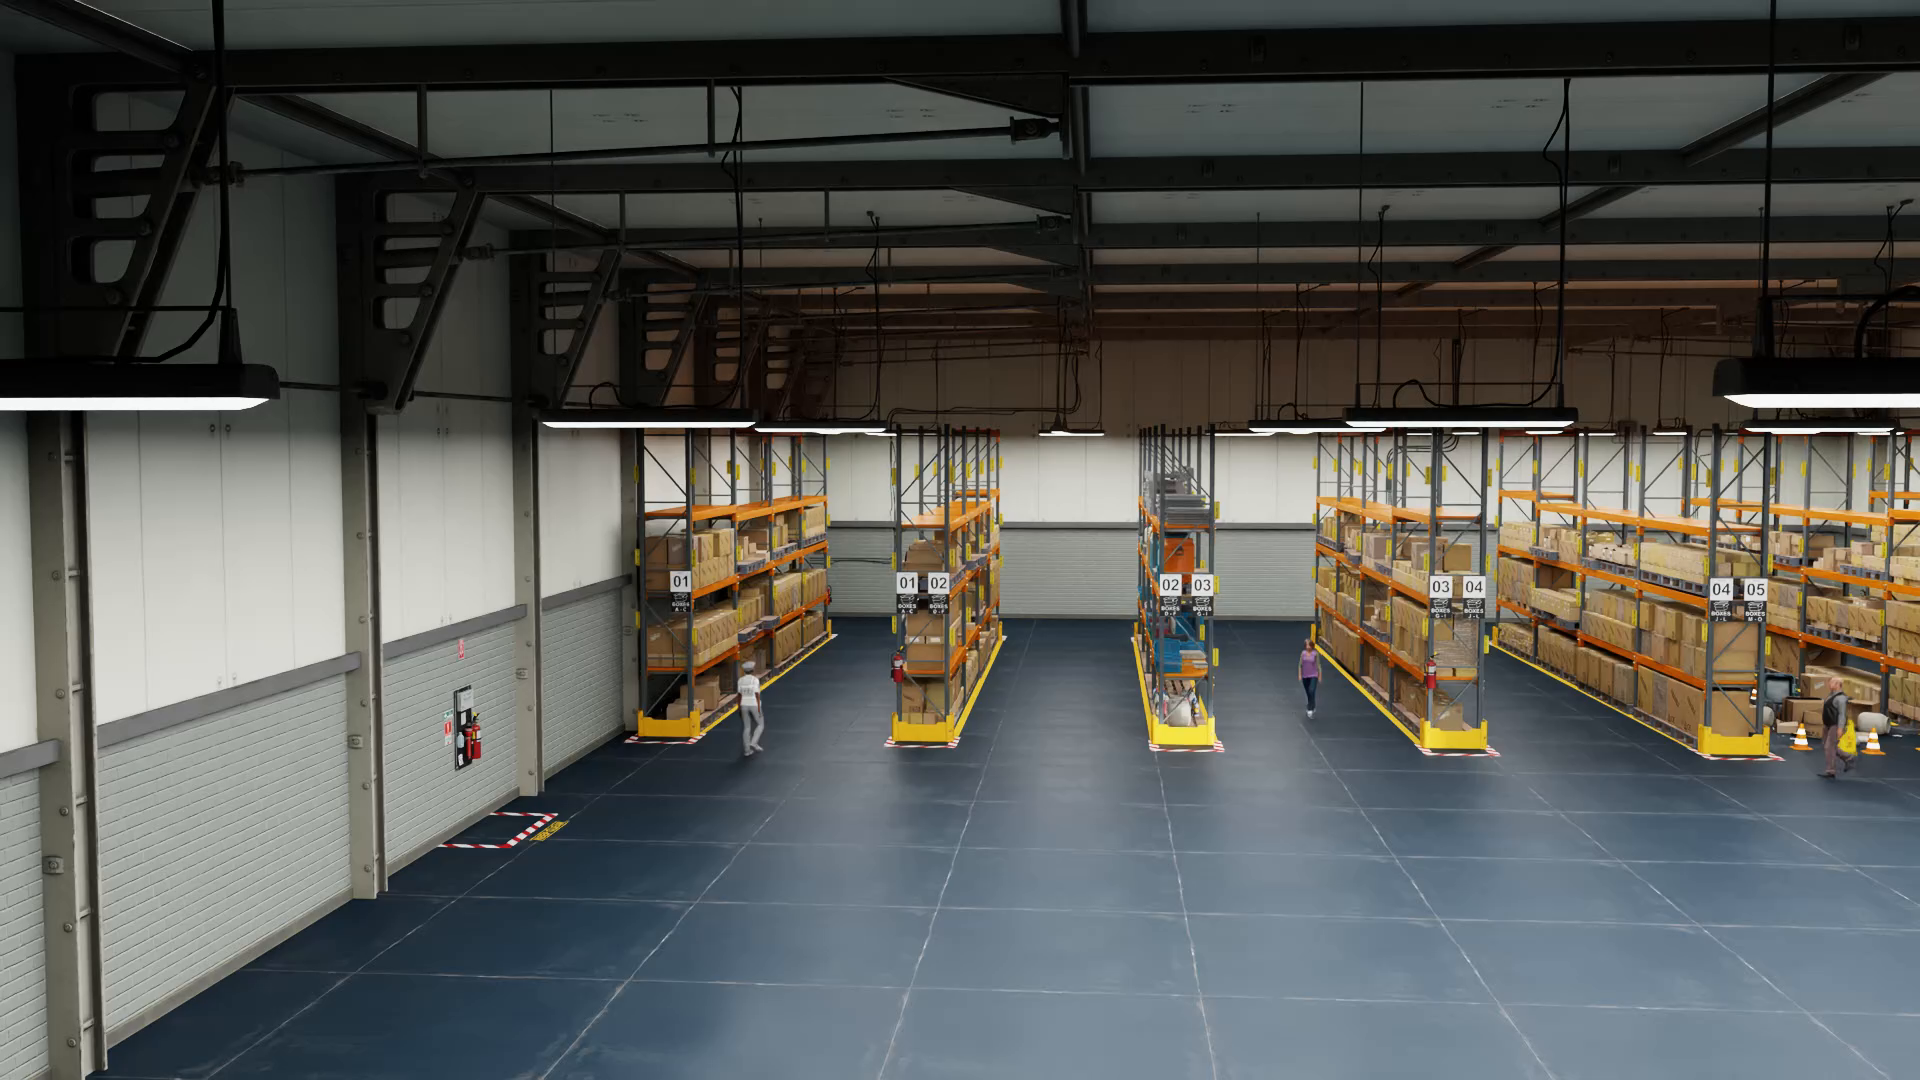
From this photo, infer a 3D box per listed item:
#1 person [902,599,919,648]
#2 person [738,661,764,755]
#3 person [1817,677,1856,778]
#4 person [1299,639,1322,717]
[{"bbox_3d":[-1.305,2.069,45.362,0.643,1.719,1.039,0,3,5],"label":"person"},{"bbox_3d":[-3.801,3.044,30.123,0.509,1.675,0.461,1,4,13],"label":"person"},{"bbox_3d":[14.802,3.149,28.013,0.709,1.708,0.539,0,3,2],"label":"person"},{"bbox_3d":[7.196,2.831,34.308,0.448,1.563,0.856,2,4,34],"label":"person"}]
